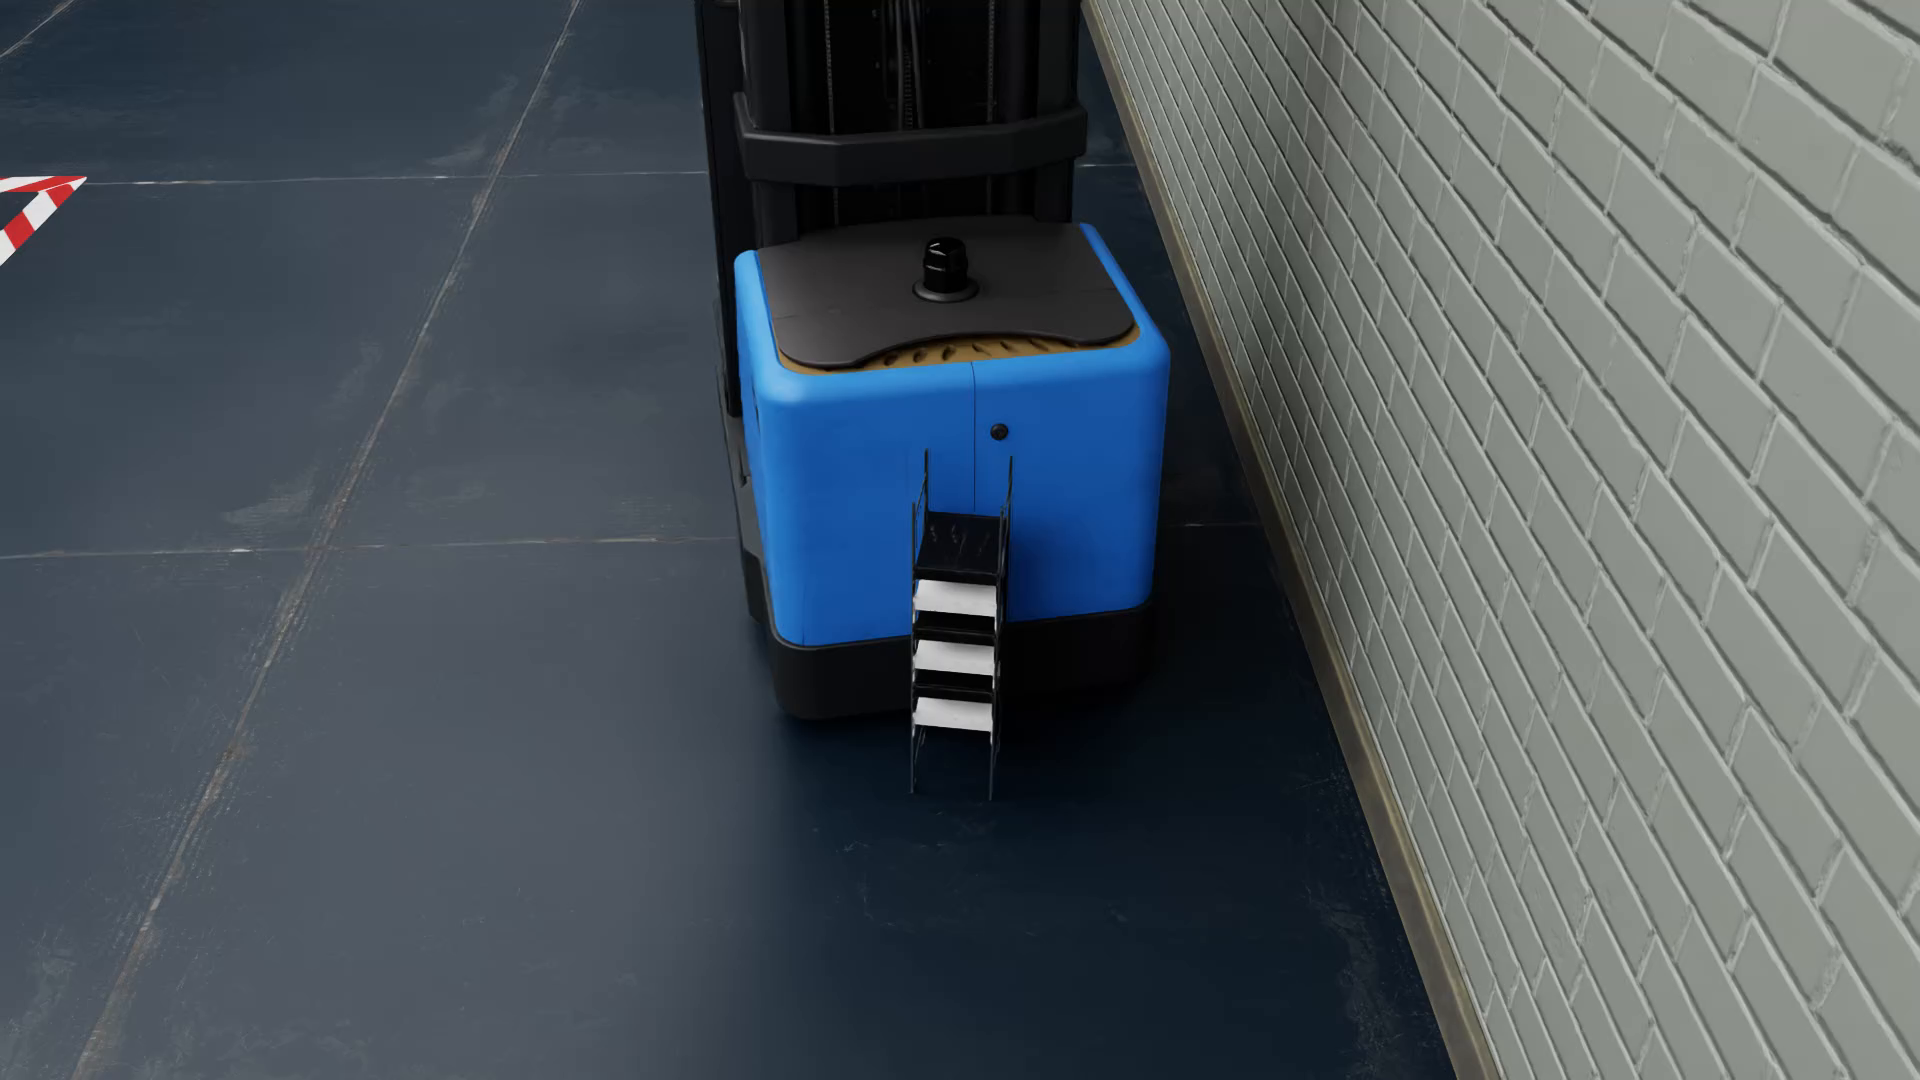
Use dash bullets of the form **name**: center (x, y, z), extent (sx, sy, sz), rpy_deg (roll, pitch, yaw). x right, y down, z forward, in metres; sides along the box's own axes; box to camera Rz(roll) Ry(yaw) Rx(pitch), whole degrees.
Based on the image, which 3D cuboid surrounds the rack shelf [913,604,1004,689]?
- **rack shelf**: center (-0.001, 0.254, 4.148), extent (0.200, 0.077, 0.258), rpy_deg (5, 35, 5)

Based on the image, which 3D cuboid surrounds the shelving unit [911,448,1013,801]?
- **shelving unit**: center (0.000, 0.227, 4.129), extent (0.210, 0.900, 0.258), rpy_deg (5, 35, 5)

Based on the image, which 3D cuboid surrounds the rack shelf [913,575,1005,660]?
- **rack shelf**: center (0.001, 0.180, 4.096), extent (0.200, 0.077, 0.258), rpy_deg (5, 35, 5)

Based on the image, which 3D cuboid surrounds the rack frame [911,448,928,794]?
- **rack frame**: center (-0.101, 0.218, 4.138), extent (0.006, 0.900, 0.240), rpy_deg (5, 35, 5)

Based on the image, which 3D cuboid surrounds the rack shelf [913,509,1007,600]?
- **rack shelf**: center (0.004, 0.032, 3.993), extent (0.200, 0.077, 0.258), rpy_deg (5, 35, 5)

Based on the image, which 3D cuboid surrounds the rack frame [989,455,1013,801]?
- **rack frame**: center (0.101, 0.235, 4.119), extent (0.006, 0.900, 0.240), rpy_deg (5, 35, 5)

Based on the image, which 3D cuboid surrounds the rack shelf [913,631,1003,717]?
- **rack shelf**: center (-0.002, 0.328, 4.199), extent (0.200, 0.077, 0.258), rpy_deg (5, 35, 5)

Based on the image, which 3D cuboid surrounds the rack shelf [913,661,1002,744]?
- **rack shelf**: center (-0.004, 0.402, 4.250), extent (0.200, 0.077, 0.258), rpy_deg (5, 35, 5)

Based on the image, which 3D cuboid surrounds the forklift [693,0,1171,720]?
- **forklift**: center (-0.248, -1.558, 4.926), extent (1.130, 2.935, 3.031), rpy_deg (-6, 35, -9)

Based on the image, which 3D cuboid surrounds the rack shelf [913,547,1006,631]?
- **rack shelf**: center (0.003, 0.106, 4.045), extent (0.200, 0.077, 0.258), rpy_deg (5, 35, 5)
